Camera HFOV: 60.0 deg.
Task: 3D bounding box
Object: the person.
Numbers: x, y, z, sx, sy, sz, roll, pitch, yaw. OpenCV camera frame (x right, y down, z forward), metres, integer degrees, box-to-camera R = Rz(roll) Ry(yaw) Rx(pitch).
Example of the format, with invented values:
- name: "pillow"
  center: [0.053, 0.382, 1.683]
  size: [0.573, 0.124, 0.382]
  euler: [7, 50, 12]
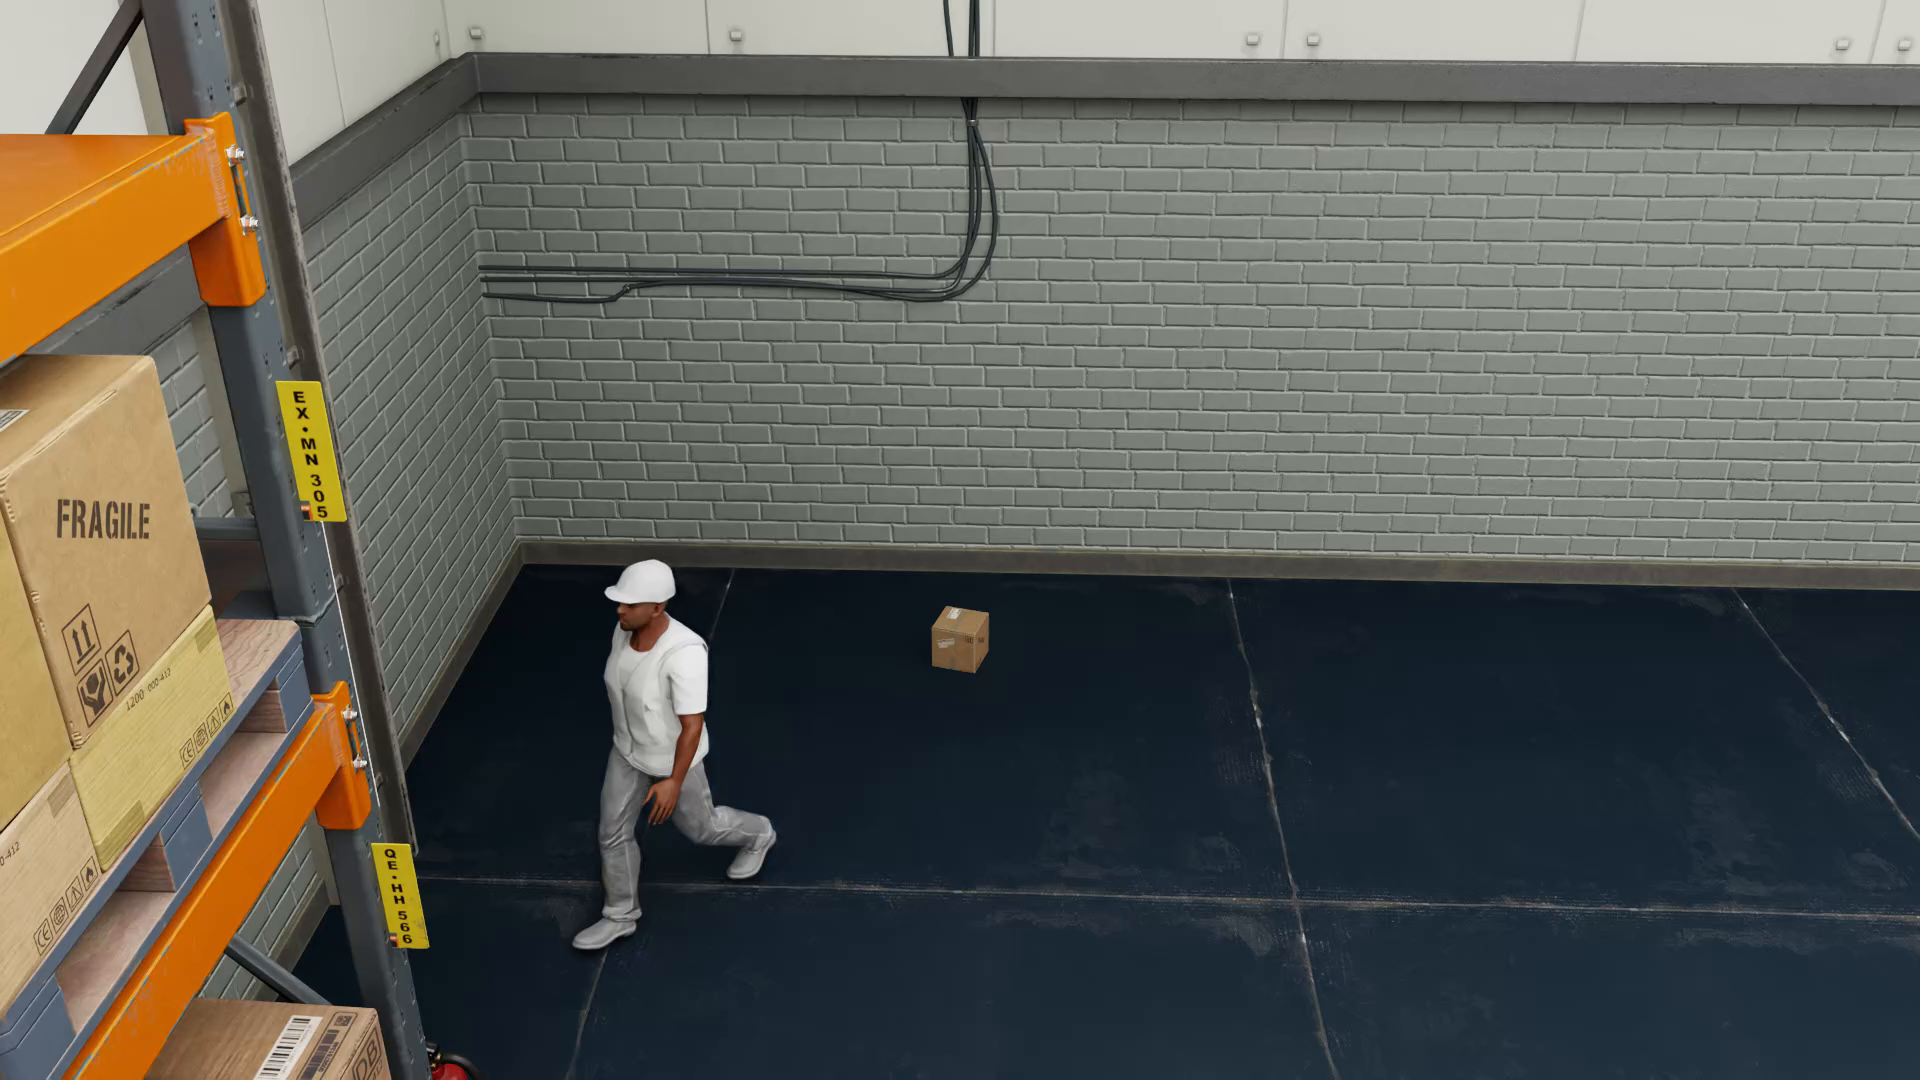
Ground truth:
- name: "person"
  center: [-1.236, 0.865, 6.947]
  size: [0.577, 1.727, 1.006]
  euler: [21, 34, 34]
